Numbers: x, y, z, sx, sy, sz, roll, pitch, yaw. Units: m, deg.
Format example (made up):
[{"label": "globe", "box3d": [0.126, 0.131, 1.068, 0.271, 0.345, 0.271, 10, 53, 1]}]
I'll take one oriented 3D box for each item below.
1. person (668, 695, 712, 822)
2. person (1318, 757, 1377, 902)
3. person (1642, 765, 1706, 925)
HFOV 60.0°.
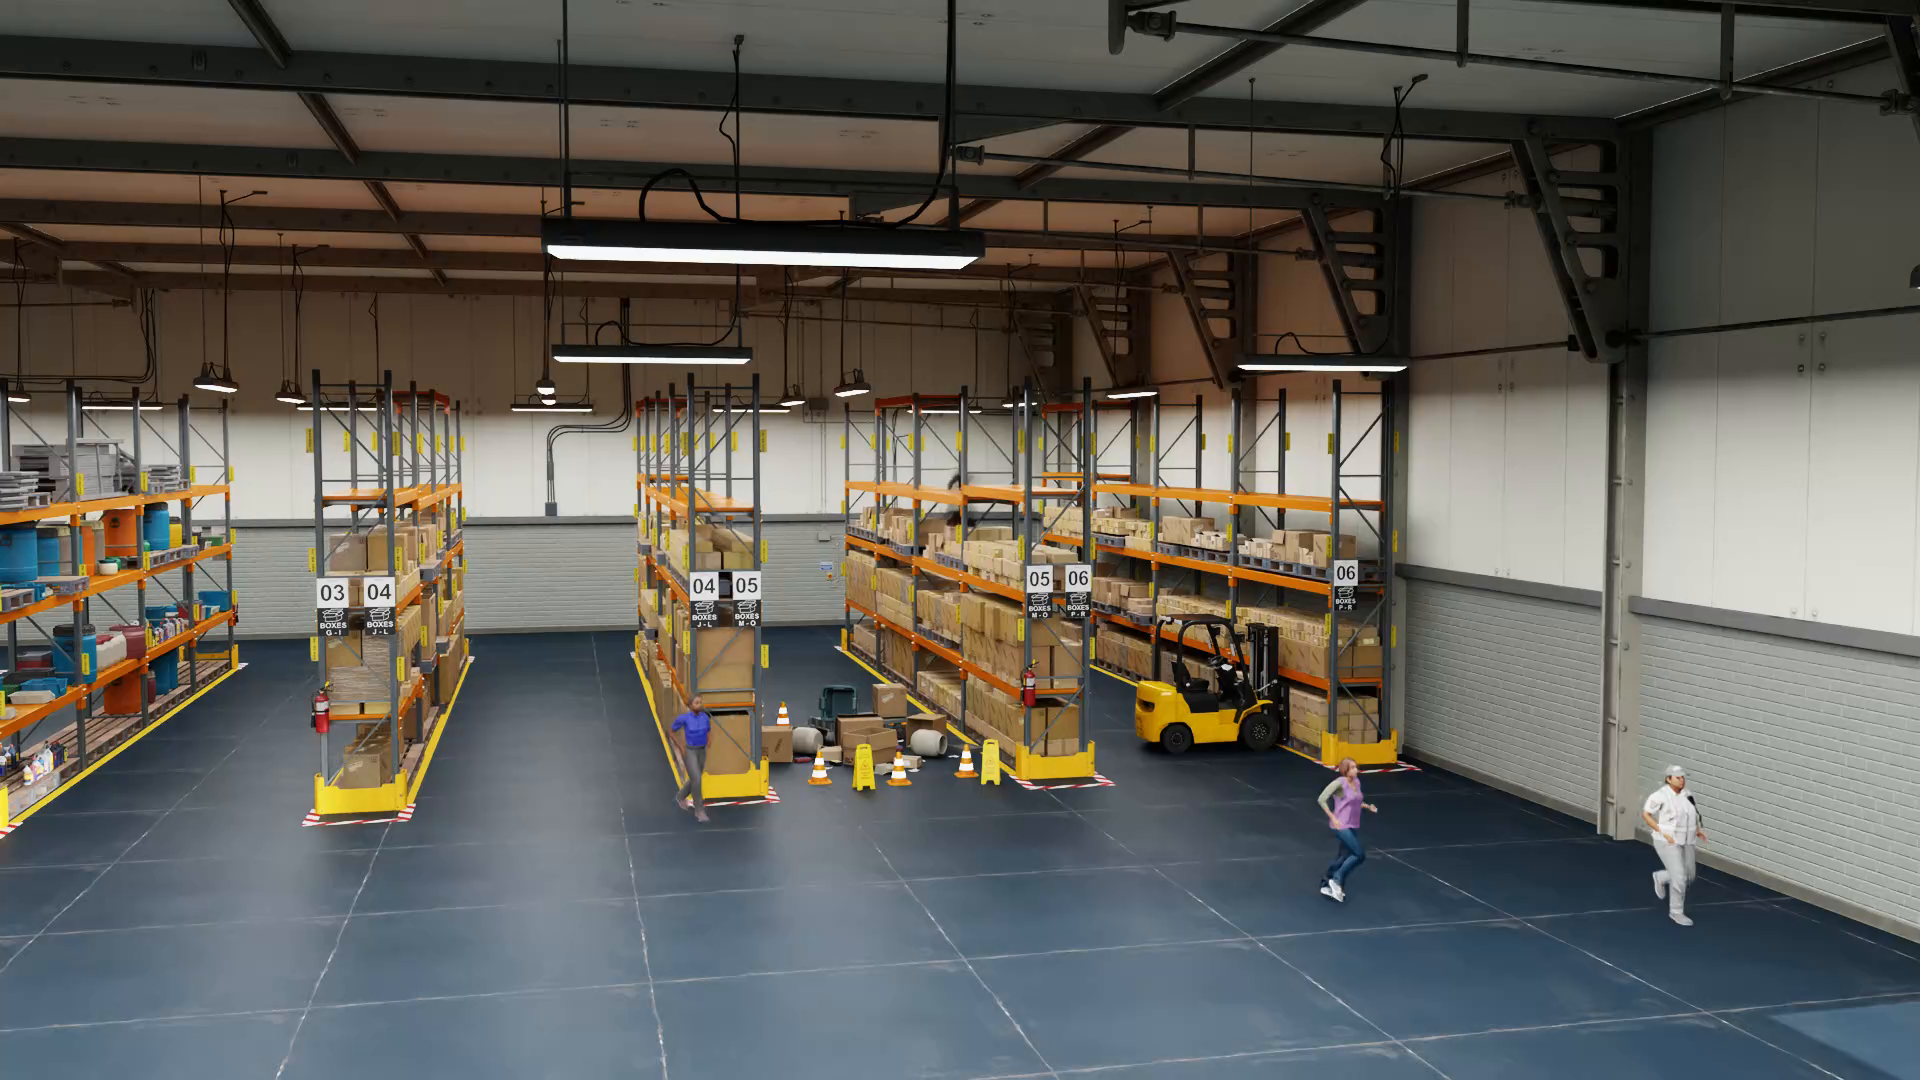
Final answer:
[{"label": "person", "box3d": [-3.586, 2.902, 22.289, 0.818, 1.680, 0.593, 3, 5, 44]}, {"label": "person", "box3d": [4.244, 3.168, 18.184, 0.631, 1.558, 0.512, 3, 4, 41]}, {"label": "person", "box3d": [7.511, 3.187, 17.575, 0.608, 1.641, 0.670, -1, 3, -19]}]
